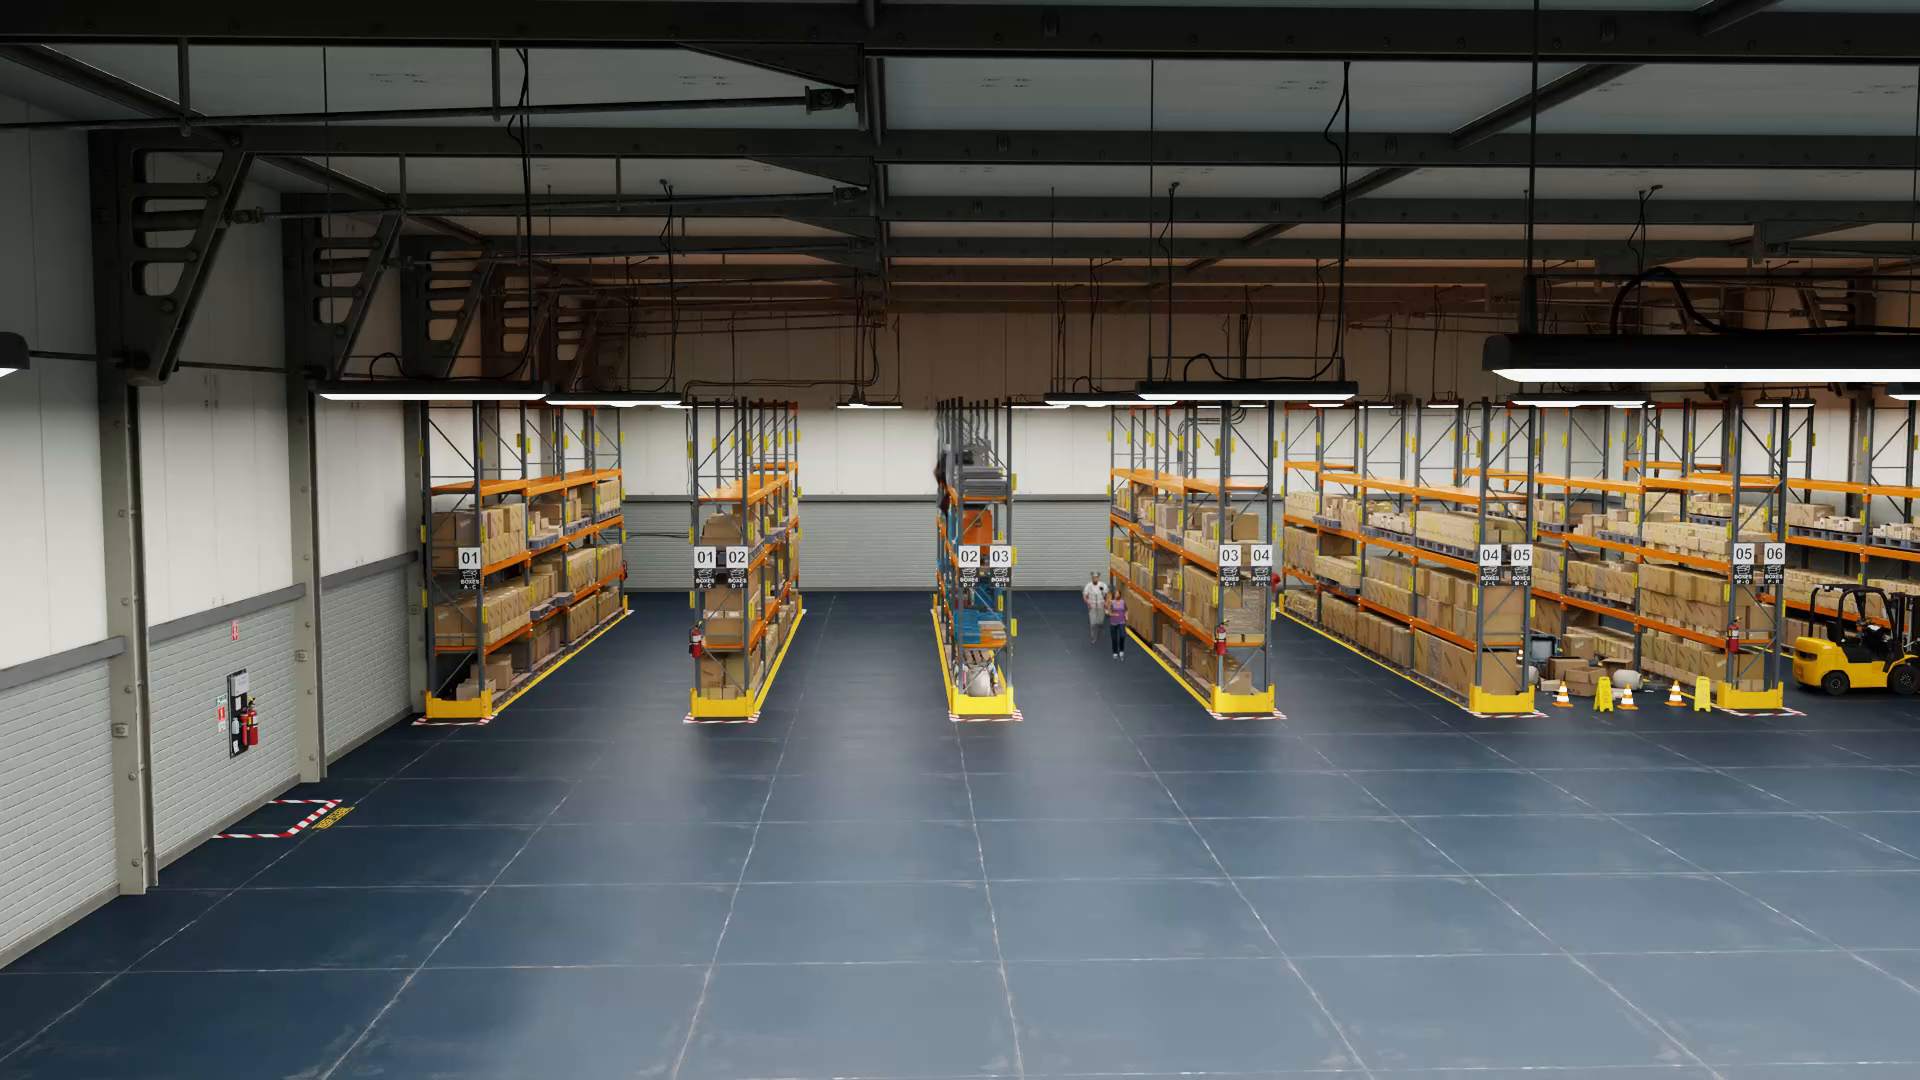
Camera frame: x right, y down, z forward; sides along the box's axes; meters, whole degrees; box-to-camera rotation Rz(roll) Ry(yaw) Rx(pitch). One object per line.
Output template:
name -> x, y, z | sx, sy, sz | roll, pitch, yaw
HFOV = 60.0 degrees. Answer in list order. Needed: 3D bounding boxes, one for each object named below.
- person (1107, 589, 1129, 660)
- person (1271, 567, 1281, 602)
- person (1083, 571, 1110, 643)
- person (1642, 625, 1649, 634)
person -> 3.489, 1.865, 36.674 | 0.512, 1.570, 0.636 | 0, 4, 0
person -> 8.169, 1.493, 43.912 | 0.632, 1.741, 0.675 | 0, 4, 1
person -> 3.327, 1.624, 40.509 | 0.679, 1.748, 0.644 | 0, 4, 3
person -> 16.740, 1.723, 40.180 | 0.671, 1.783, 0.884 | 0, 4, -1
